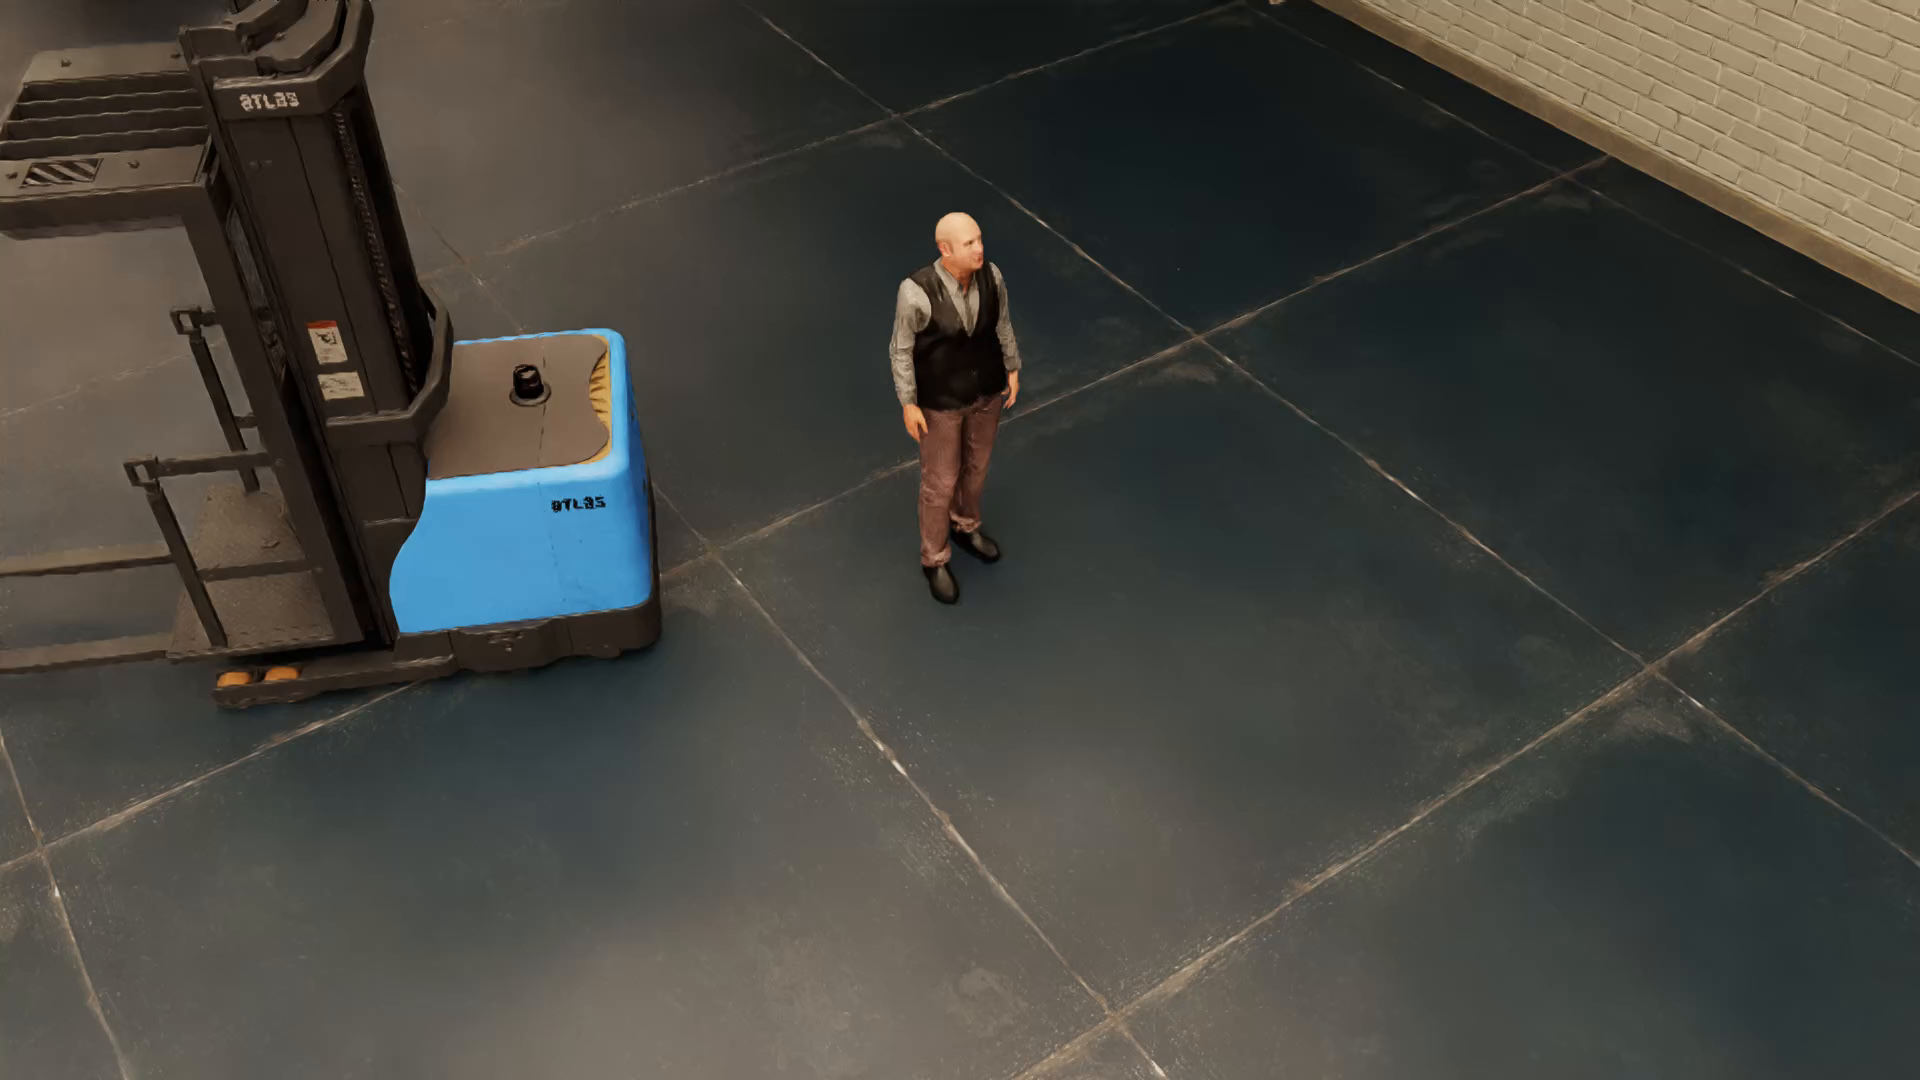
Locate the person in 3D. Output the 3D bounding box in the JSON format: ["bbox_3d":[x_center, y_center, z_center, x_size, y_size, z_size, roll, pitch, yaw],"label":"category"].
[{"bbox_3d":[0.029,-0.600,7.249,0.632,1.720,0.567,-25,48,-25],"label":"person"}]

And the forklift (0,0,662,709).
[{"bbox_3d":[-2.883,-0.745,6.524,3.031,2.935,1.130,-7,43,-7],"label":"forklift"}]
